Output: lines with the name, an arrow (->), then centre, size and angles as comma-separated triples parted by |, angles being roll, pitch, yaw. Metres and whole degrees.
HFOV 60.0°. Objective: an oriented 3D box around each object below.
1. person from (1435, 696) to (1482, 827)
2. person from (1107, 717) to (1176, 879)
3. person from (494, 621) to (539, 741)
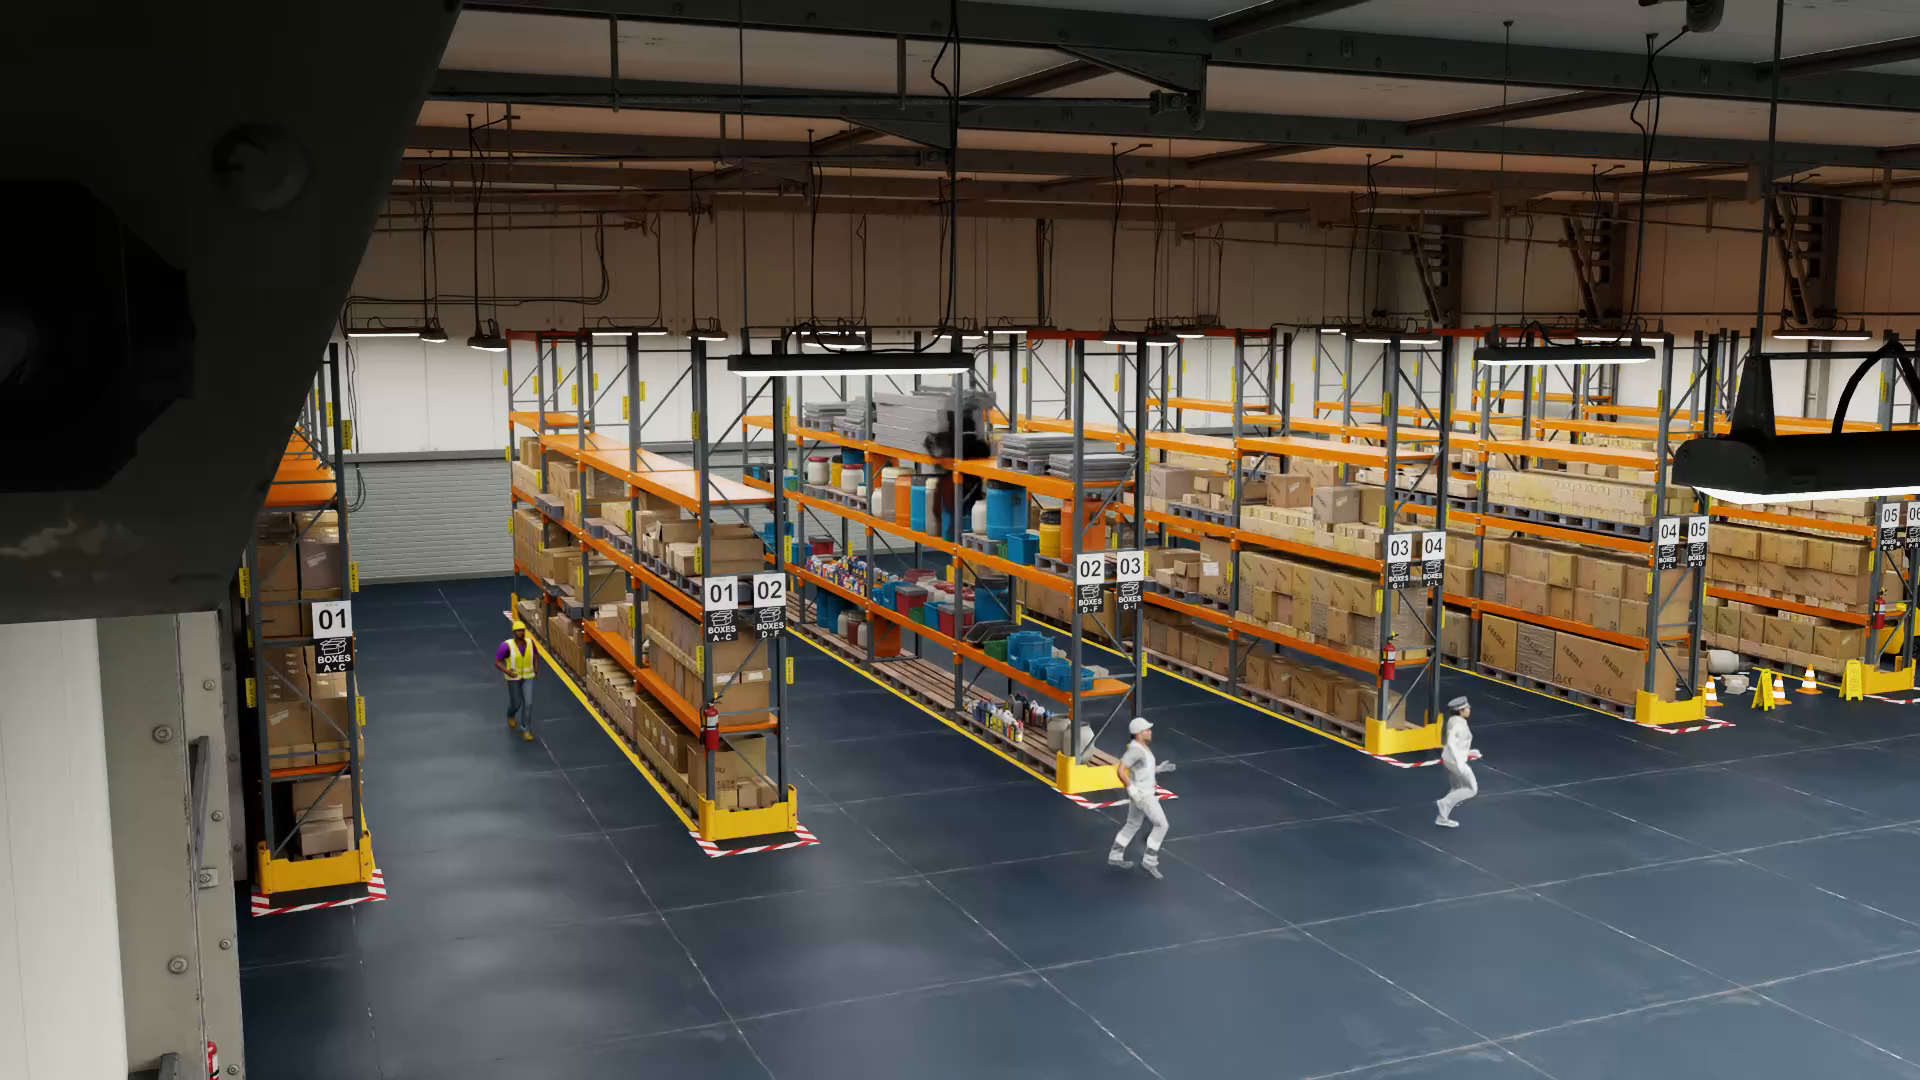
person -> 6.174, 2.737, 20.538 | 0.576, 1.643, 0.600 | 0, 8, 3
person -> 2.055, 2.909, 18.752 | 0.758, 1.839, 0.646 | 0, 8, 2
person -> -6.622, 2.084, 24.961 | 0.703, 1.757, 0.853 | -5, 9, -30
